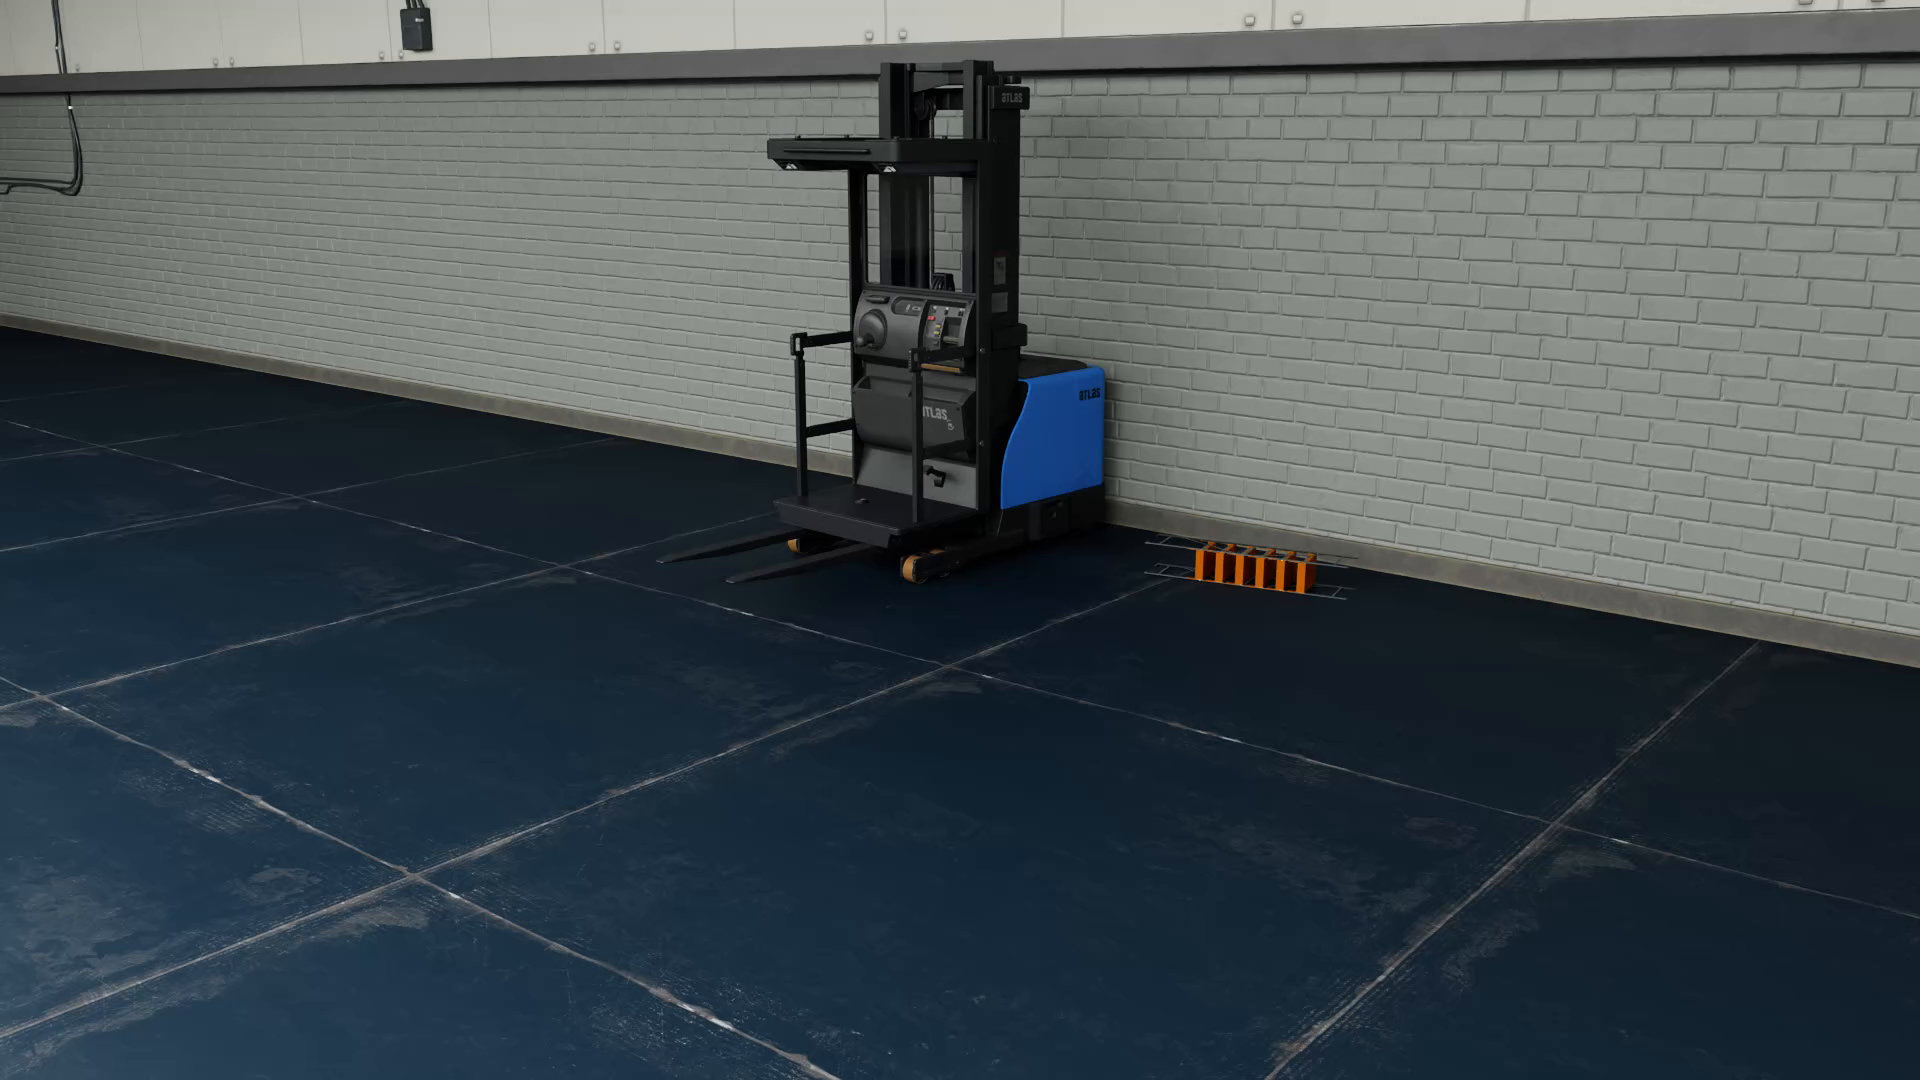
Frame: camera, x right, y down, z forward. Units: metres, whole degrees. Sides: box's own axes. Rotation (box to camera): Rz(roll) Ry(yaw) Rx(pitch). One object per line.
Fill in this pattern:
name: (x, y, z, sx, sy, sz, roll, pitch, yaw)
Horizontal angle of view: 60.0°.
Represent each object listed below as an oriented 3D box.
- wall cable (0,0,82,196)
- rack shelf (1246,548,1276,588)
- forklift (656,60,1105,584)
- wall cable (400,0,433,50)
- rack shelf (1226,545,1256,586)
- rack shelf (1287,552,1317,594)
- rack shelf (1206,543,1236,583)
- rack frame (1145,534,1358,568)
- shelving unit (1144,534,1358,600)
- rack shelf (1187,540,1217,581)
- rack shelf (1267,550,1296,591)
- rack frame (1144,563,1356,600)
wall cable: (-11.430, -5.430, 20.028, 3.097, 2.526, 0.112, 11, 18, 38)
rack shelf: (1.745, 0.157, 9.608, 0.103, 0.180, 0.258, 7, 16, 26)
forklift: (-0.425, -1.308, 9.818, 1.130, 2.935, 3.031, 13, 19, 41)
wall cable: (-4.056, -7.111, 13.432, 2.305, 6.003, 0.169, 11, 18, 38)
rack shelf: (1.637, 0.143, 9.659, 0.103, 0.180, 0.258, 7, 16, 26)
rack shelf: (1.959, 0.185, 9.504, 0.103, 0.180, 0.258, 7, 16, 26)
rack shelf: (1.530, 0.130, 9.711, 0.103, 0.180, 0.258, 7, 16, 26)
rack frame: (1.678, 0.060, 9.617, 1.200, 0.006, 0.240, 7, 16, 26)
shelving unit: (1.677, 0.149, 9.640, 1.200, 0.189, 0.258, 7, 16, 26)
rack shelf: (1.423, 0.116, 9.763, 0.103, 0.180, 0.258, 7, 16, 26)
rack shelf: (1.852, 0.171, 9.556, 0.103, 0.180, 0.258, 7, 16, 26)
rack frame: (1.677, 0.237, 9.663, 1.200, 0.006, 0.240, 7, 16, 26)
